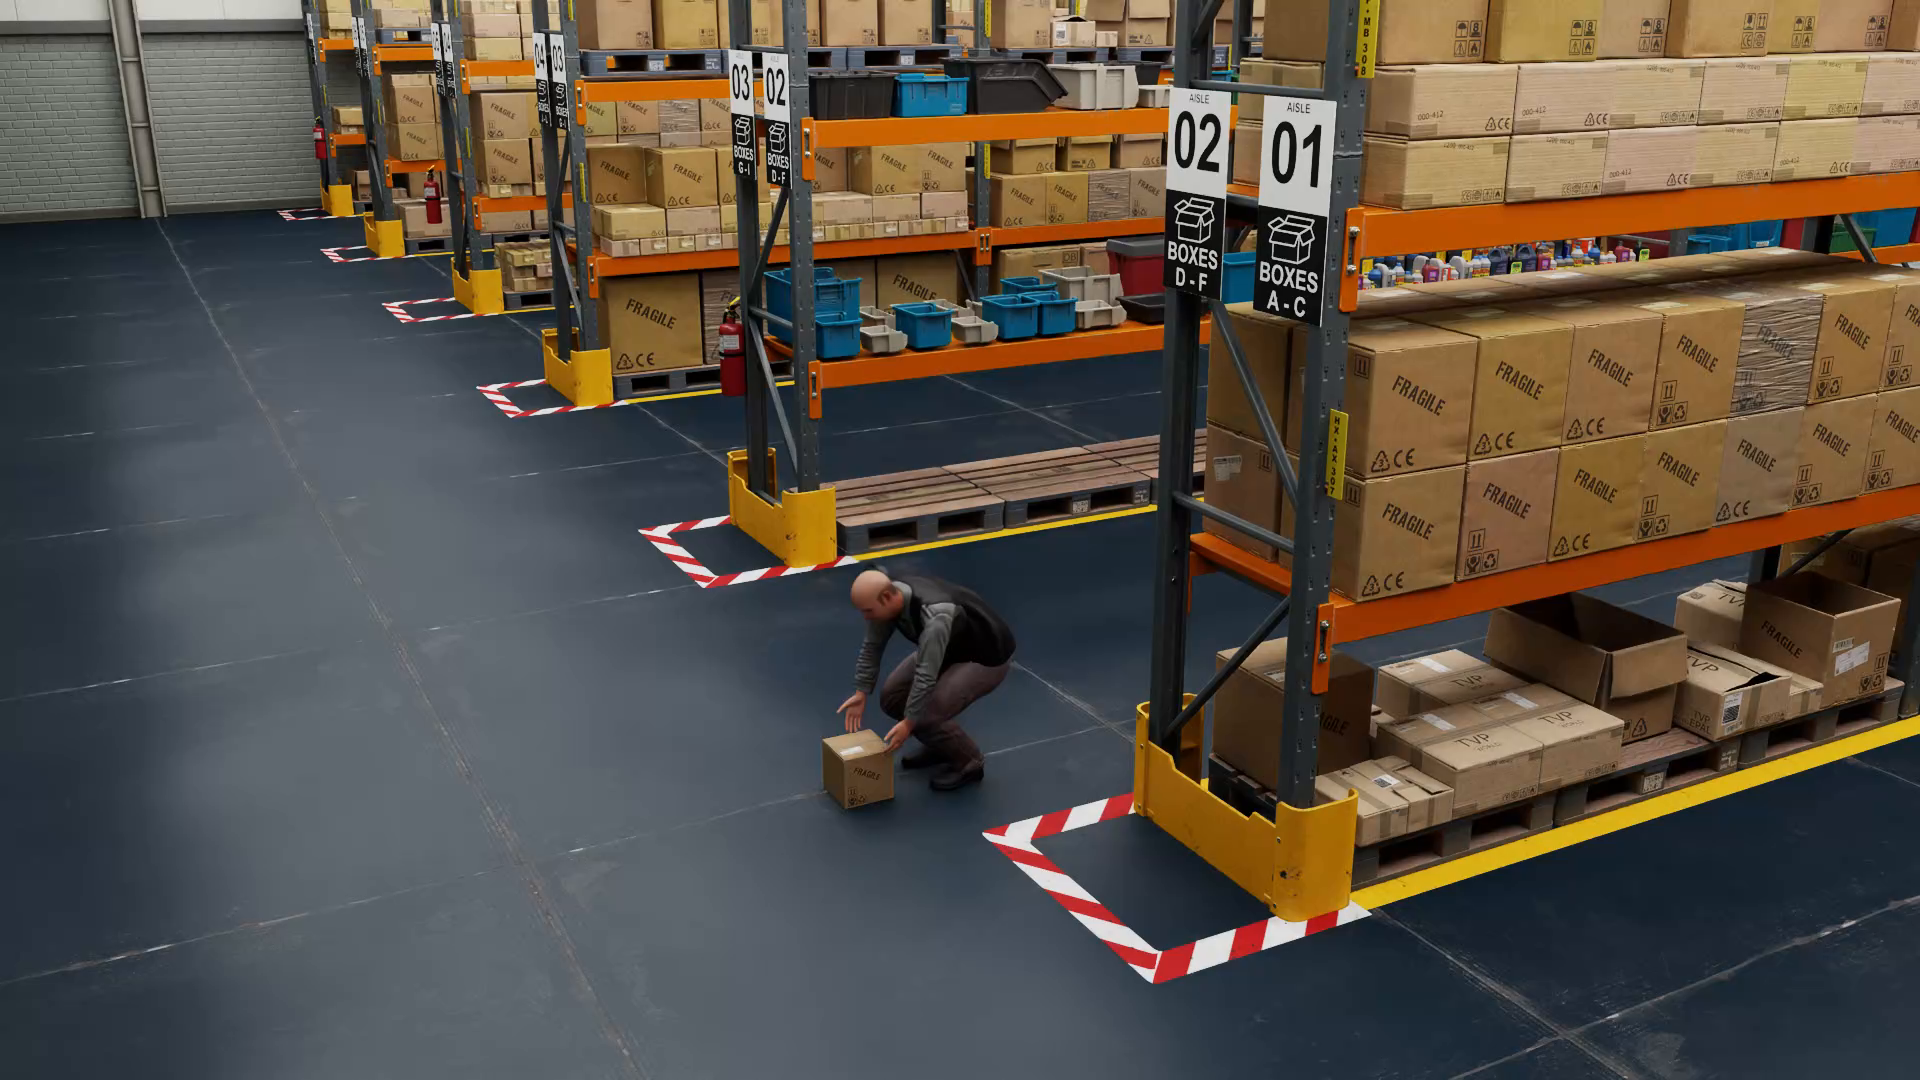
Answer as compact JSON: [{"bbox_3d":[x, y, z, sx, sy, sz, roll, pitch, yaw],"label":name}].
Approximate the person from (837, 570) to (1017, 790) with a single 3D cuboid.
[{"bbox_3d":[-0.130,0.613,7.738,0.831,1.101,0.564,-11,21,-29],"label":"person"}]
